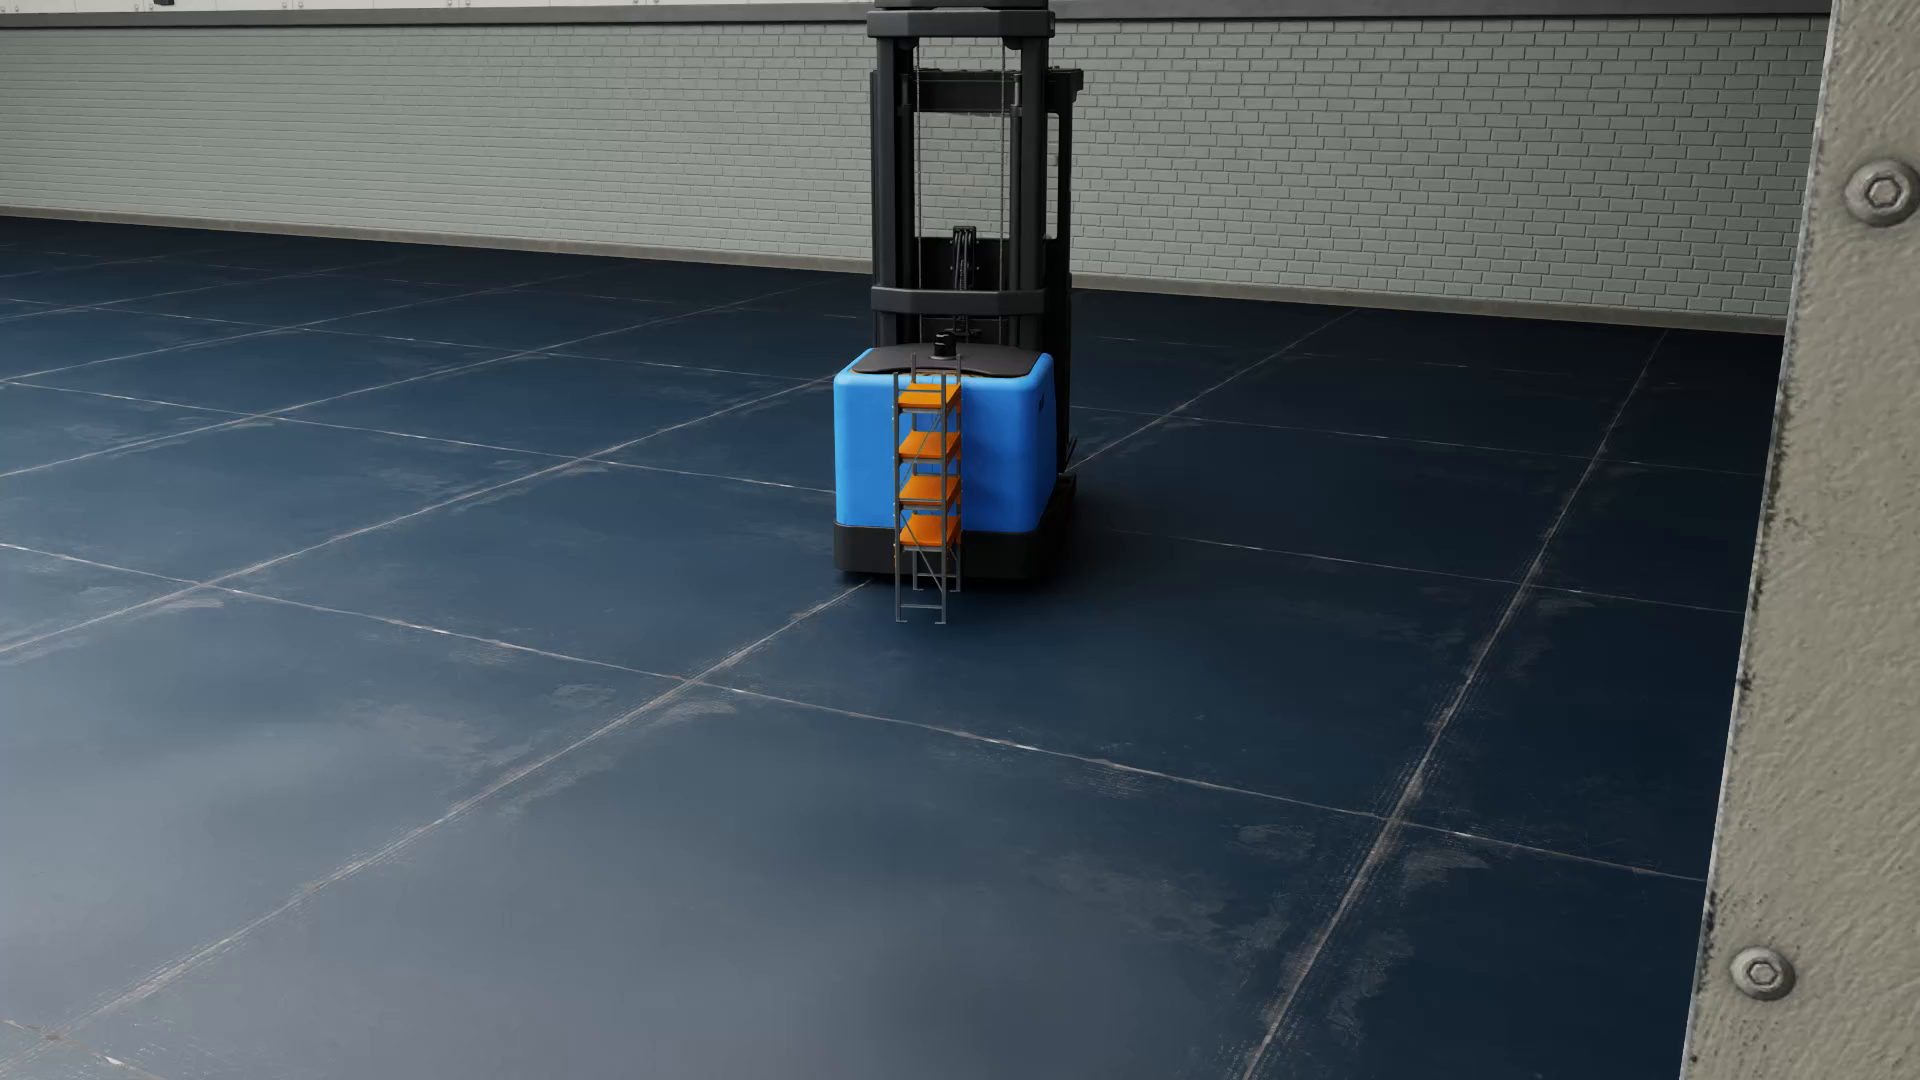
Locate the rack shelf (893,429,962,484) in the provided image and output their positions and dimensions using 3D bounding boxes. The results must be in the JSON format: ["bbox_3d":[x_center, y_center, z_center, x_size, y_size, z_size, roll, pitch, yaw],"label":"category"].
[{"bbox_3d":[-0.149,-0.400,7.893,0.258,0.148,0.480,2,17,8],"label":"rack shelf"}]

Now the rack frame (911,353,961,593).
[{"bbox_3d":[-0.116,-0.319,8.170,0.240,1.200,0.015,2,17,8],"label":"rack frame"}]

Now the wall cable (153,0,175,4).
[{"bbox_3d":[-10.593,-10.475,22.691,2.305,6.003,0.169,8,18,25],"label":"wall cable"}]

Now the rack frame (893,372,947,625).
[{"bbox_3d":[-0.183,-0.182,7.706,0.240,1.200,0.015,2,17,8],"label":"rack frame"}]

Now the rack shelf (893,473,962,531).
[{"bbox_3d":[-0.149,-0.186,7.957,0.258,0.148,0.480,2,17,8],"label":"rack shelf"}]

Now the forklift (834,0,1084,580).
[{"bbox_3d":[0.098,-1.582,9.382,1.130,2.935,3.031,3,17,9],"label":"forklift"}]

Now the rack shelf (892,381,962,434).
[{"bbox_3d":[-0.149,-0.627,7.826,0.258,0.148,0.480,2,17,8],"label":"rack shelf"}]

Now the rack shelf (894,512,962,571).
[{"bbox_3d":[-0.149,0.004,8.014,0.258,0.148,0.480,2,17,8],"label":"rack shelf"}]

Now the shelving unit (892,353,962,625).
[{"bbox_3d":[-0.149,-0.250,7.938,0.258,1.200,0.503,2,17,8],"label":"shelving unit"}]
